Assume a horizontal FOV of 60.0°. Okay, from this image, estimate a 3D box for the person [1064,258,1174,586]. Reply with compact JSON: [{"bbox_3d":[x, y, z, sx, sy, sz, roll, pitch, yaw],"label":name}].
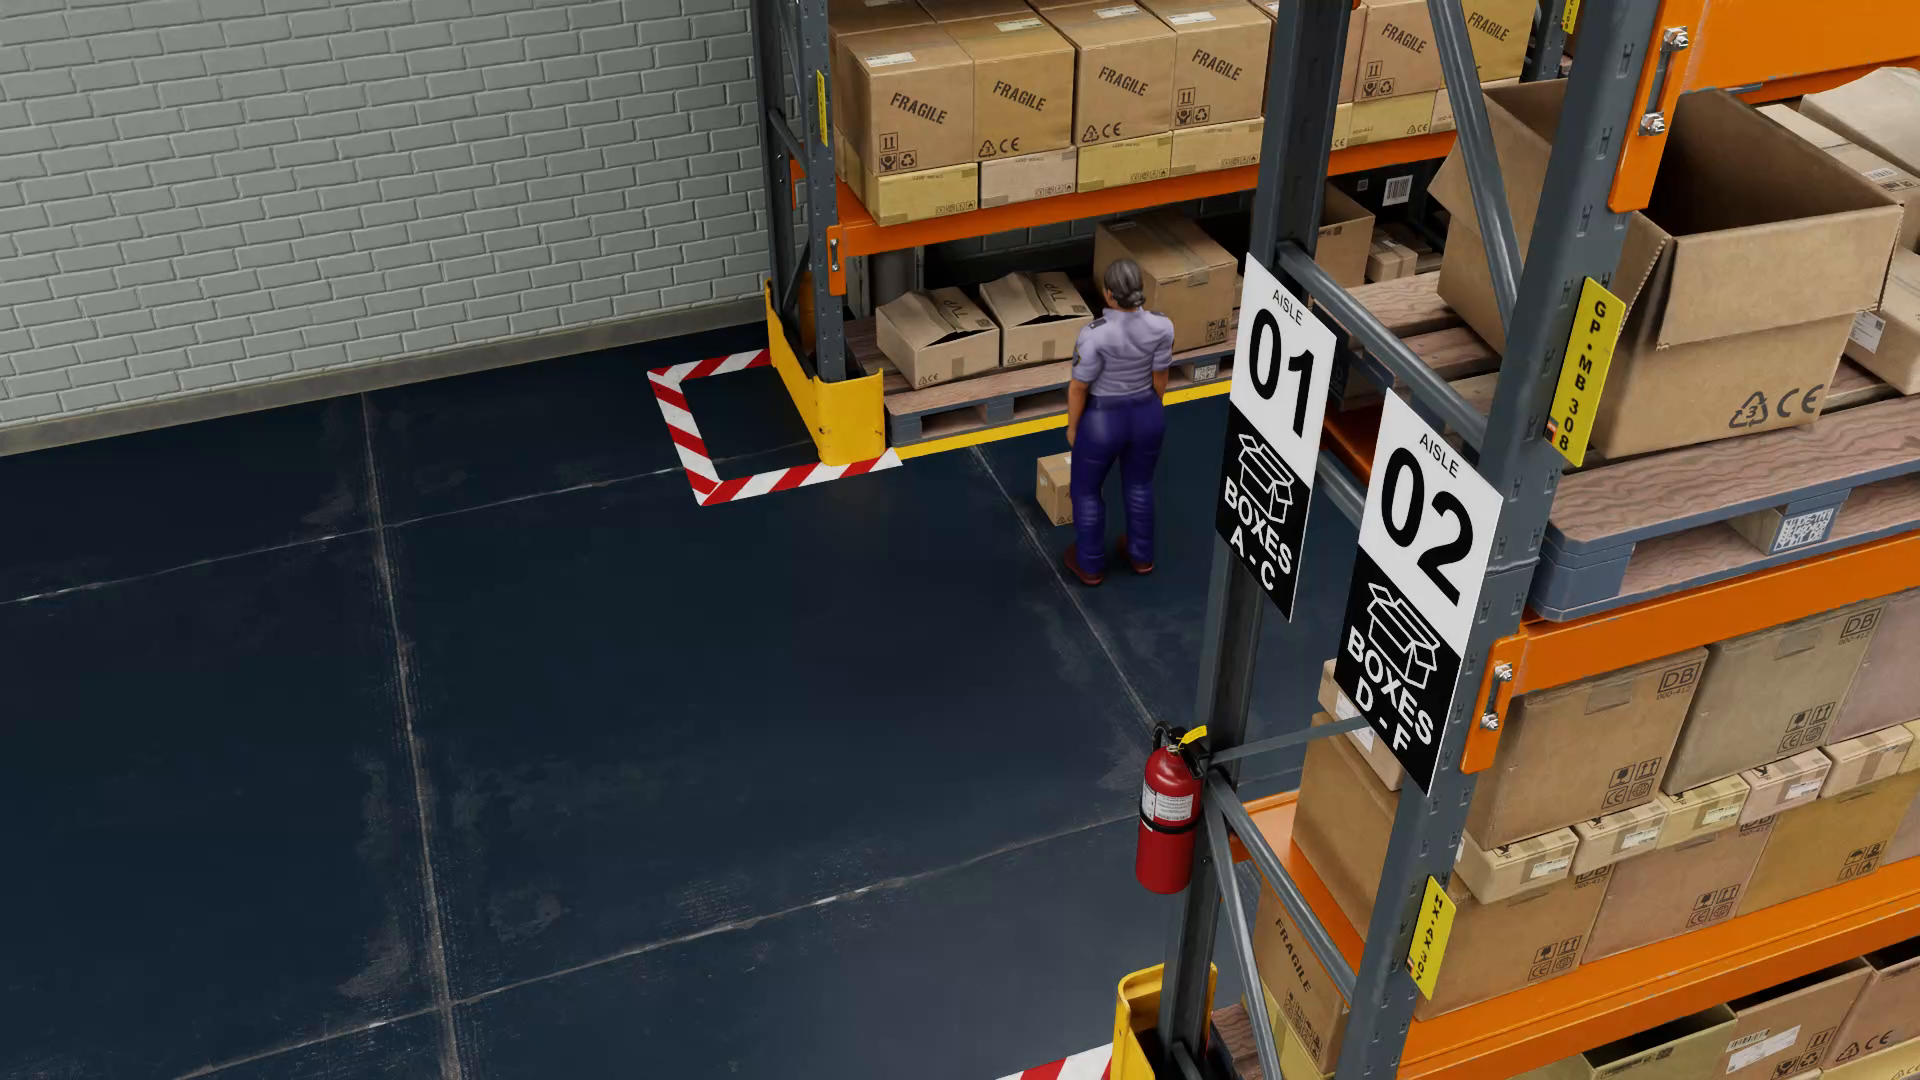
[{"bbox_3d":[0.691,-0.528,7.478,0.469,1.645,0.342,-12,39,-15],"label":"person"}]
